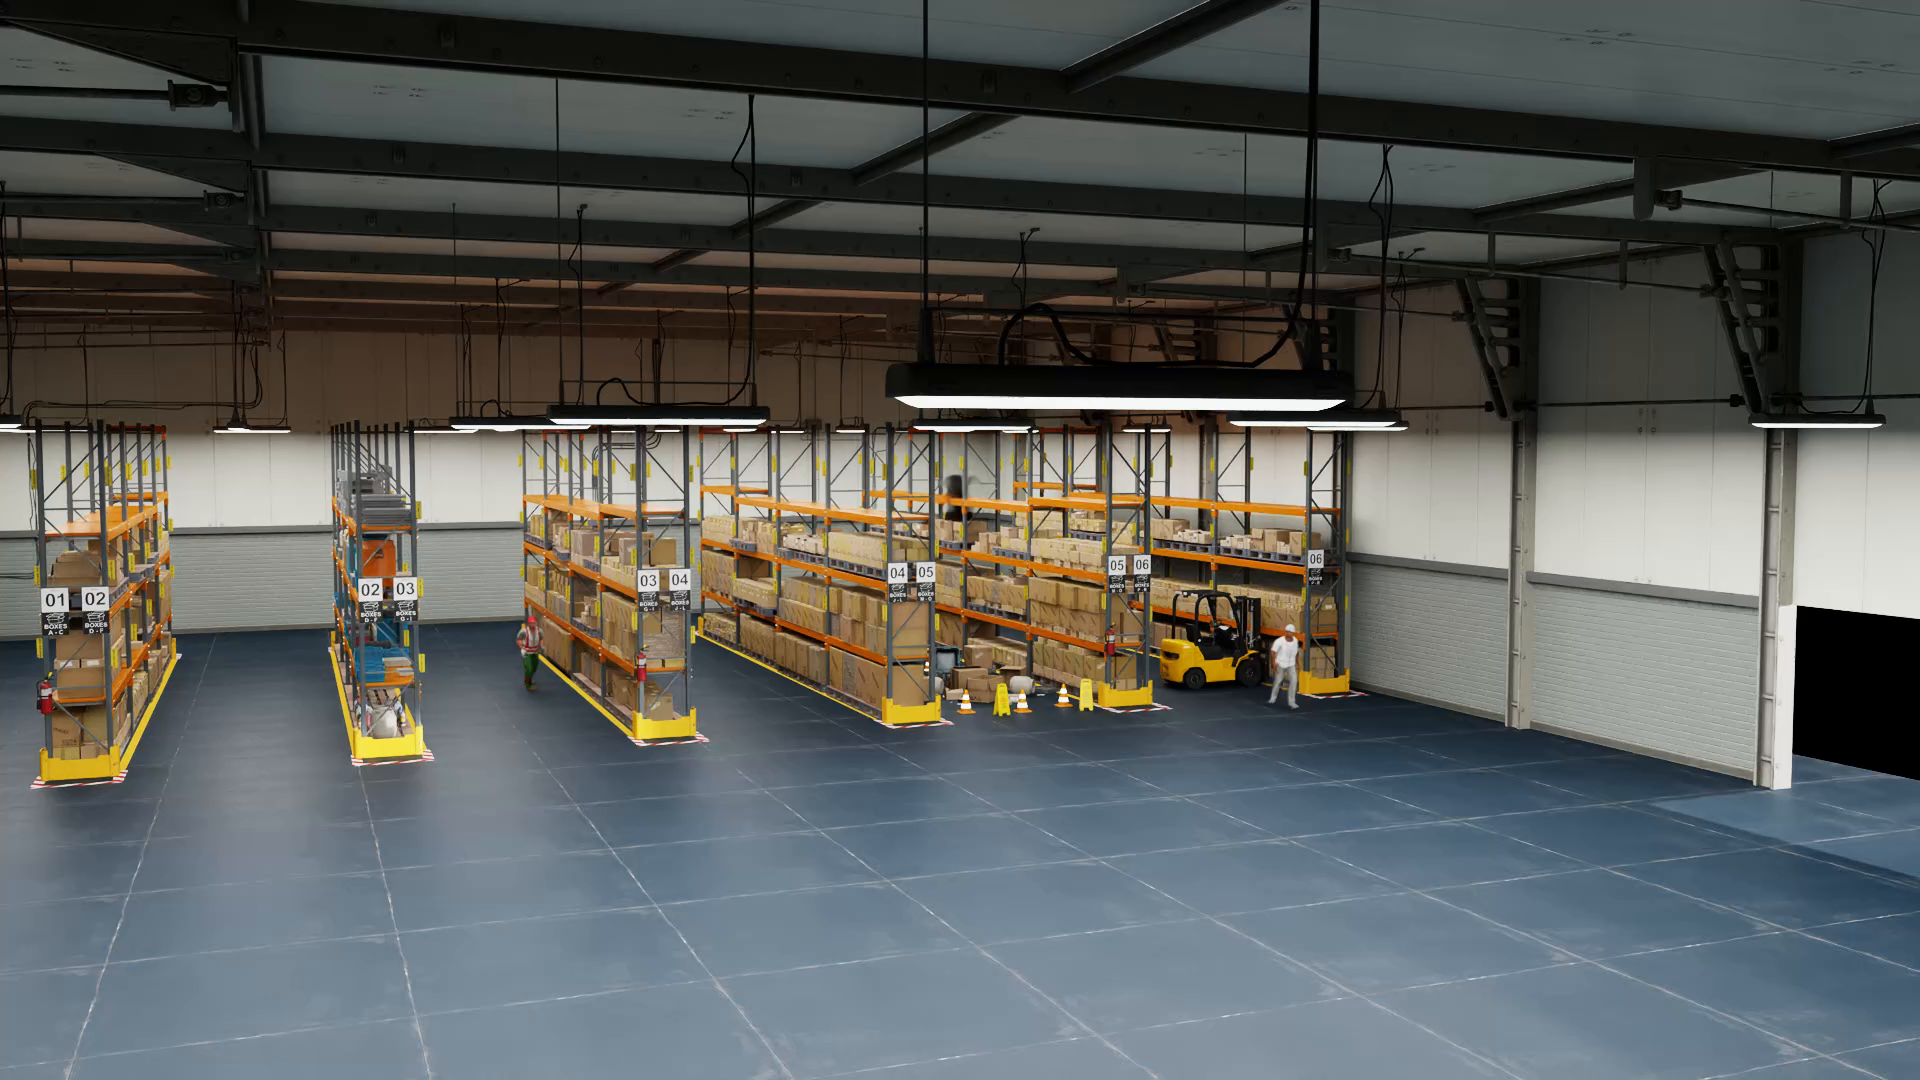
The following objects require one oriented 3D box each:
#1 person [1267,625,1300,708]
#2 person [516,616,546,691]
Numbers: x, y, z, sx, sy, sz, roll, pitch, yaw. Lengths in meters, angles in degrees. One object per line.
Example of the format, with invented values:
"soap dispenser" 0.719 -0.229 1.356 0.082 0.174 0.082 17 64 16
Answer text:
"person" 6.857 2.632 35.001 0.718 1.726 0.902 -1 4 -18
"person" -9.682 2.539 37.453 0.875 1.699 0.660 4 5 45
